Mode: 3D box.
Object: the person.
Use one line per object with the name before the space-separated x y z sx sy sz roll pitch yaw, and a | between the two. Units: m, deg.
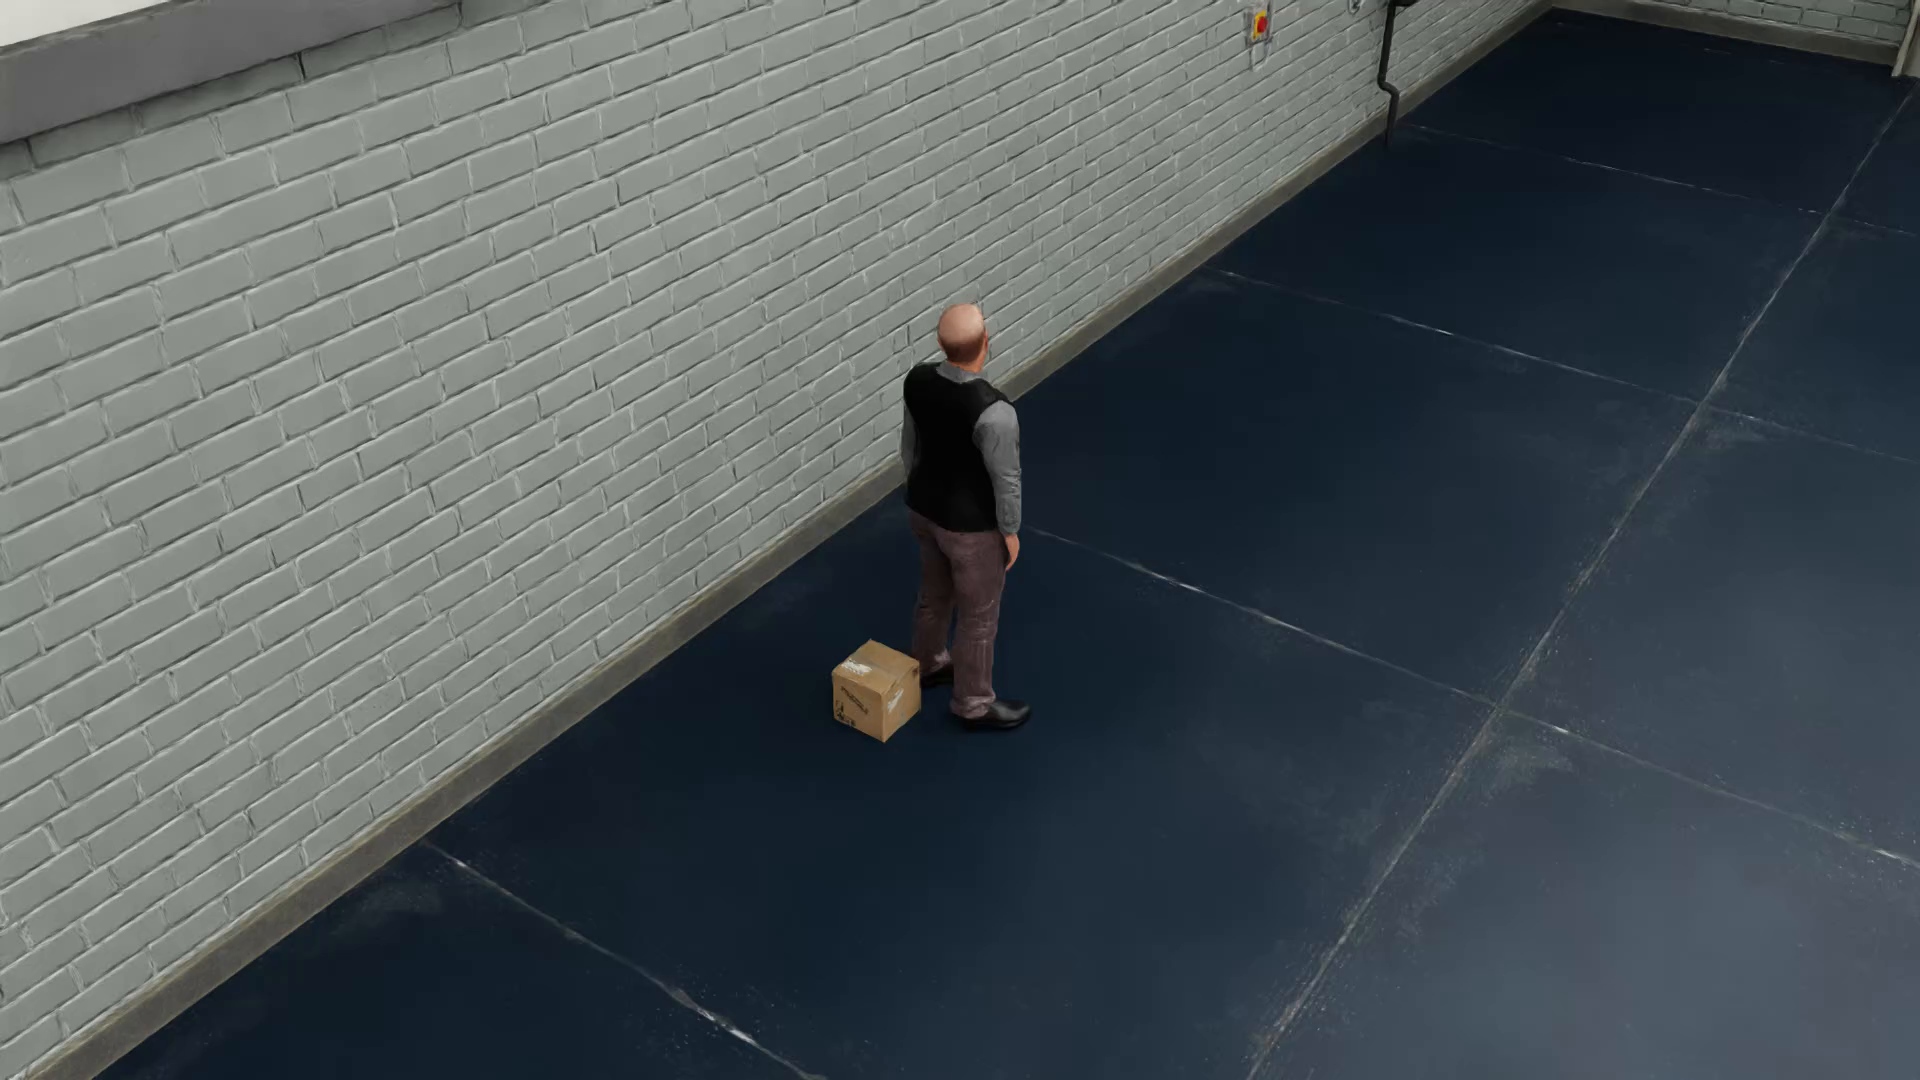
person | 0.019 -0.079 6.262 0.365 1.728 0.594 -25 41 -32
